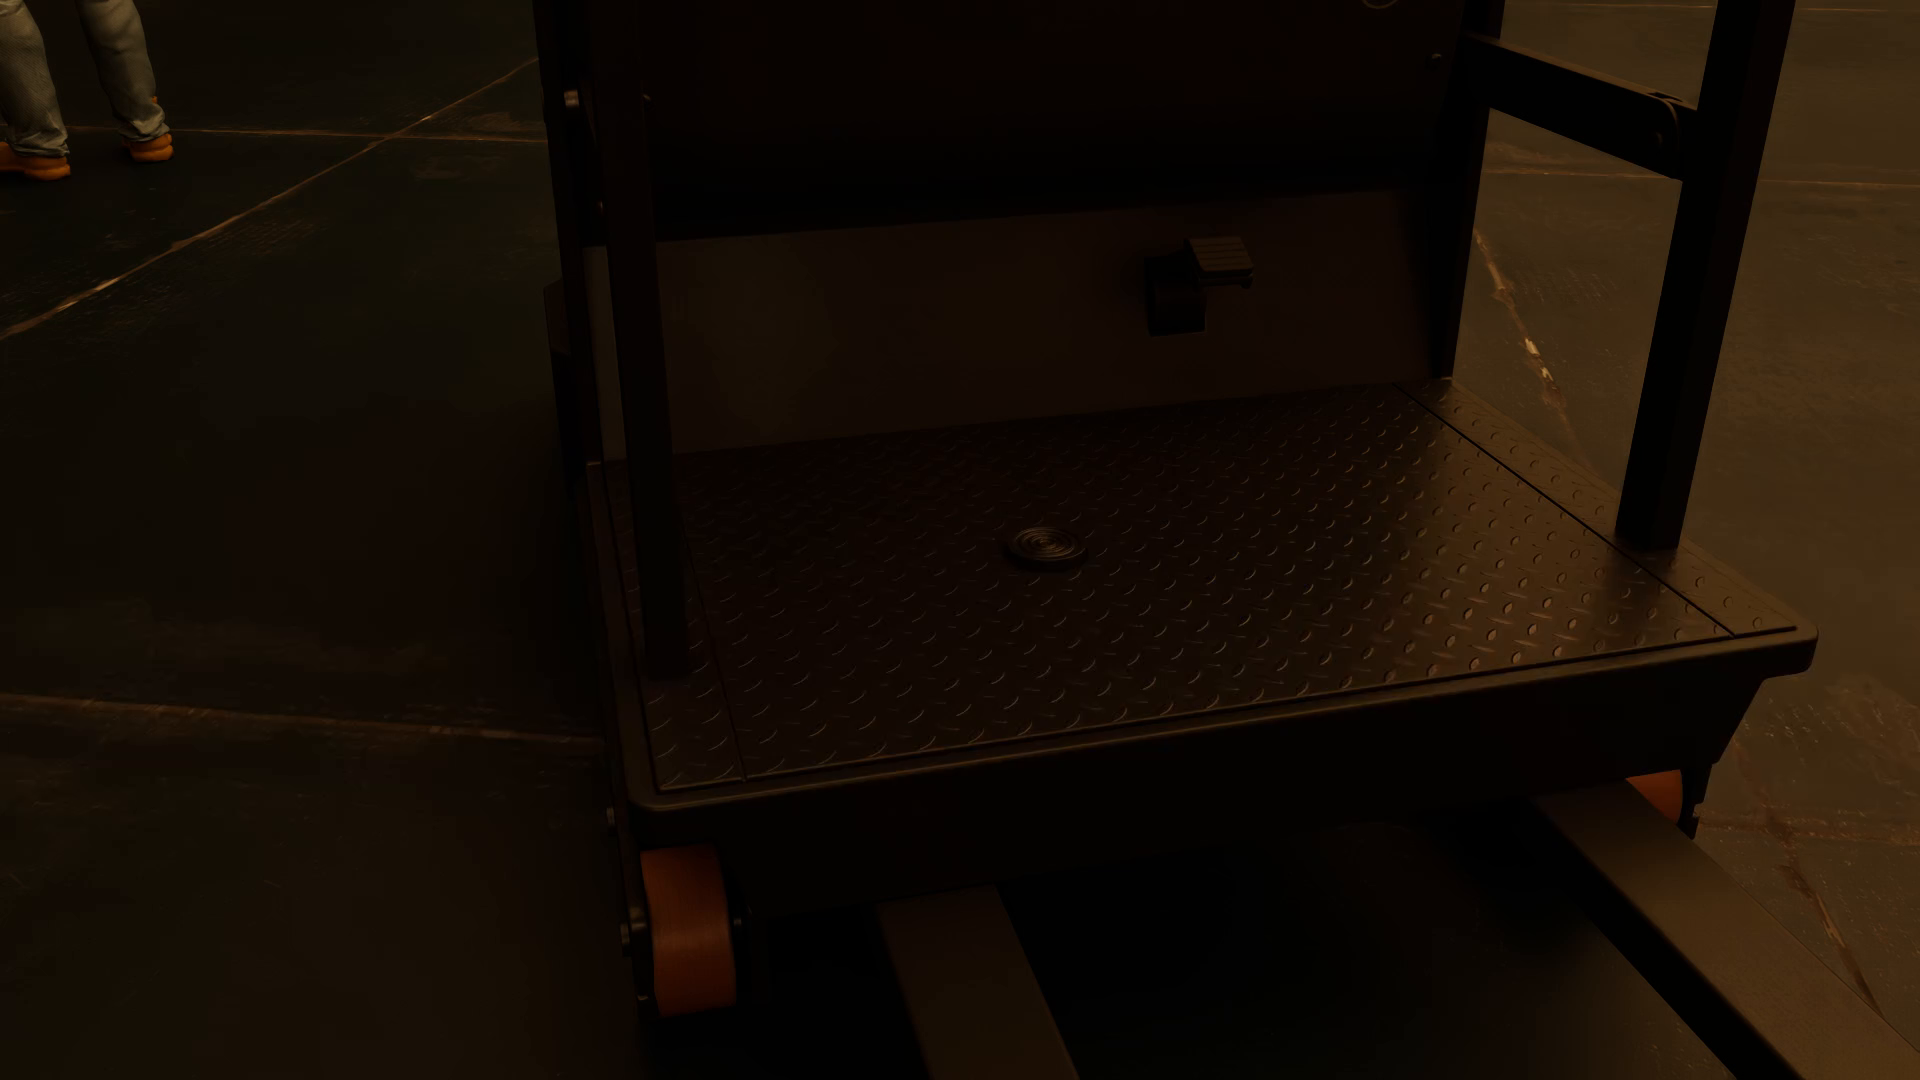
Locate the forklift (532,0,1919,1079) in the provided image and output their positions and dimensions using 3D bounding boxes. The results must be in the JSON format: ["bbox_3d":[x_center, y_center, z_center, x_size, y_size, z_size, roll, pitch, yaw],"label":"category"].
[{"bbox_3d":[0.153,-1.049,1.319,1.130,2.935,3.031,-7,27,-13],"label":"forklift"}]

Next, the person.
[{"bbox_3d":[-2.421,-1.810,4.160,0.454,1.761,0.636,22,34,37],"label":"person"}]
